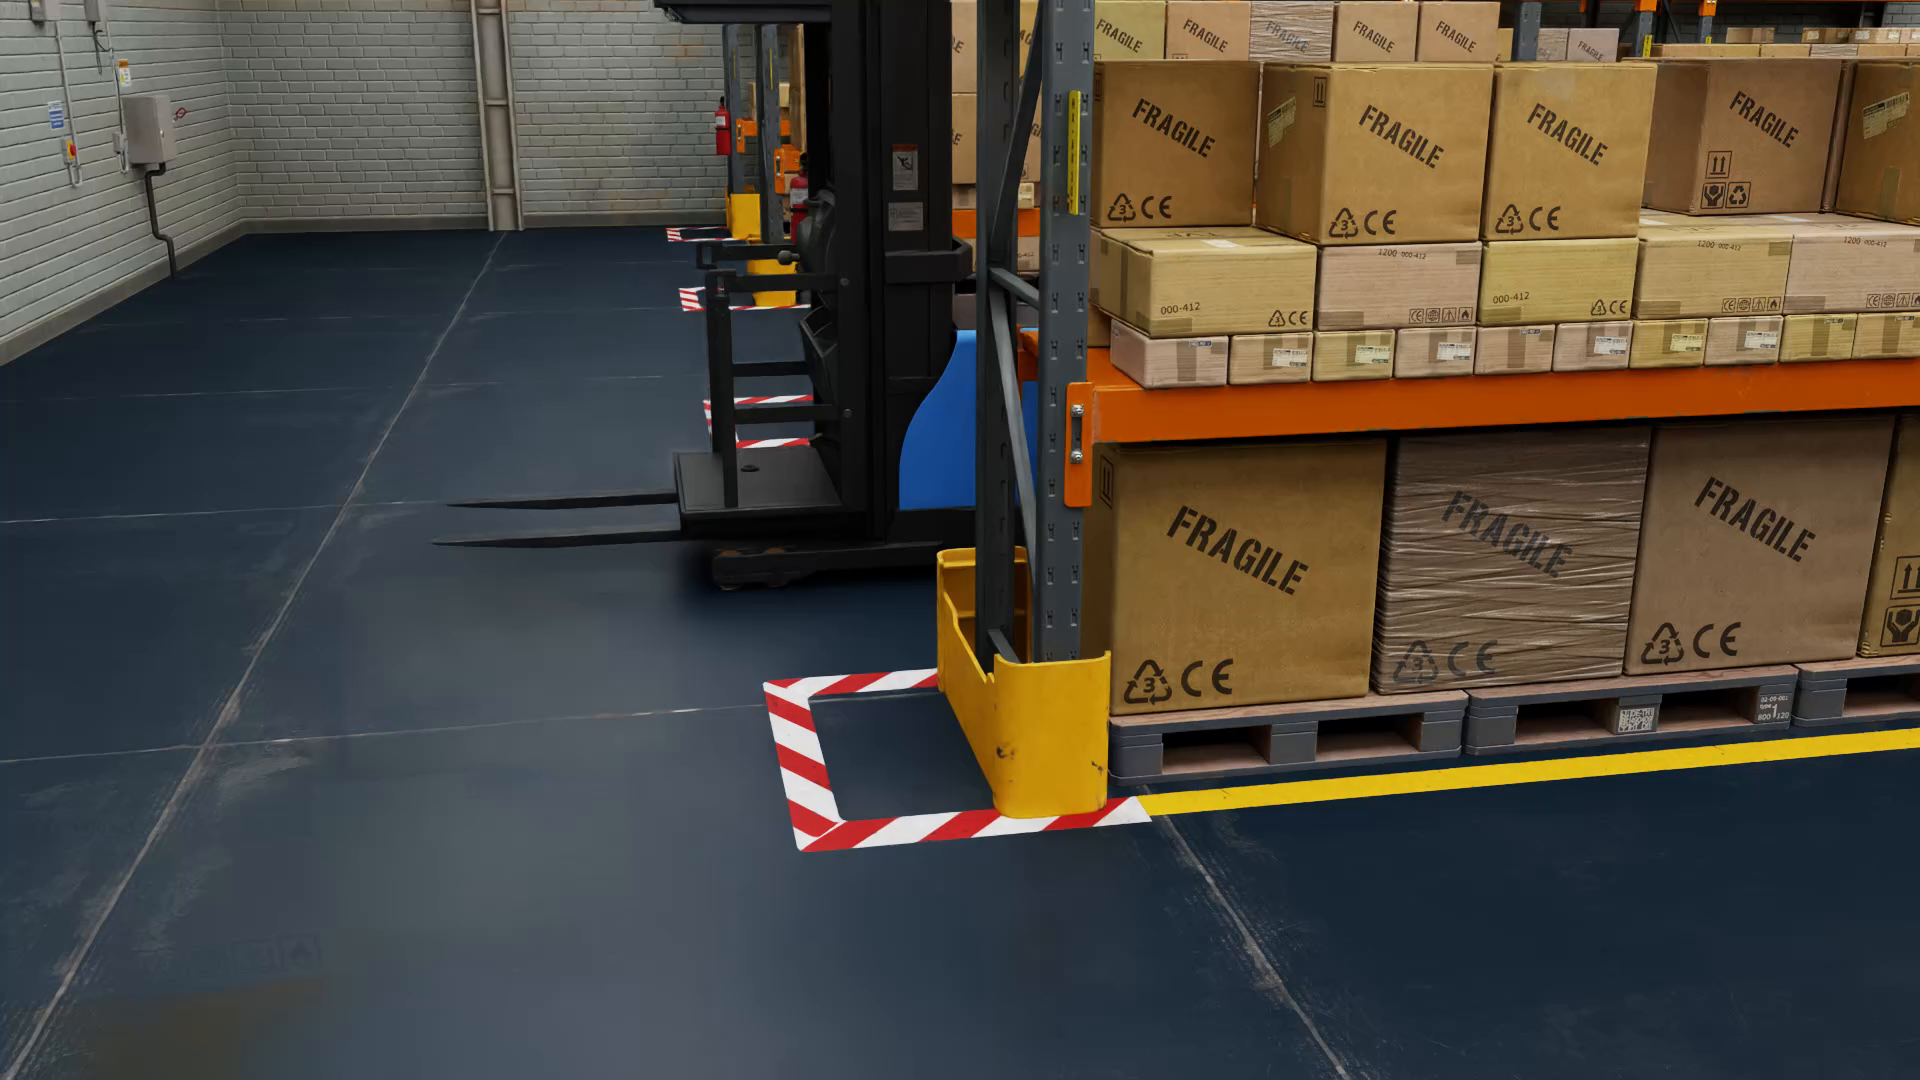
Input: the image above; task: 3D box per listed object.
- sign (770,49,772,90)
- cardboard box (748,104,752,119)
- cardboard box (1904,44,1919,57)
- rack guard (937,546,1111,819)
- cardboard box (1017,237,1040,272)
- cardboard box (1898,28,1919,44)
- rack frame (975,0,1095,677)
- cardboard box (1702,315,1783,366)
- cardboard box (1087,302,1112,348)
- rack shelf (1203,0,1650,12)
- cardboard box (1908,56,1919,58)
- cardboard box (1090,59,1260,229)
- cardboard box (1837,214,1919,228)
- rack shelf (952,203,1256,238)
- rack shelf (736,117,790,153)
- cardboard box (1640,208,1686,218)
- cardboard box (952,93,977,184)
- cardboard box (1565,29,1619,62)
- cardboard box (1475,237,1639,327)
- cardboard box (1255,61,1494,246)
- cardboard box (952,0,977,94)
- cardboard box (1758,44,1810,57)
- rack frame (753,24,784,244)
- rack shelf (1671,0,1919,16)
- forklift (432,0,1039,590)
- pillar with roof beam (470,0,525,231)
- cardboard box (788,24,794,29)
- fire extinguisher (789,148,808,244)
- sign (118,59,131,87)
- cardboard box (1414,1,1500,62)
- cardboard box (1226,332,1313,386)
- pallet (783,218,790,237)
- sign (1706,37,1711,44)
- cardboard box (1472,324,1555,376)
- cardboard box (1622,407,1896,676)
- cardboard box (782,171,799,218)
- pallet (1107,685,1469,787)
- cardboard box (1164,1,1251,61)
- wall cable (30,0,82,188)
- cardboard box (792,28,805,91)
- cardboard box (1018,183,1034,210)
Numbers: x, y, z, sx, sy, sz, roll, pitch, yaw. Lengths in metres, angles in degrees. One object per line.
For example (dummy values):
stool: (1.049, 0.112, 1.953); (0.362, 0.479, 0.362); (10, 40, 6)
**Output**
sign: (-1.571, -3.910, 13.824); (0.005, 0.325, 0.100); (-3, 17, -10)
cardboard box: (-2.342, -5.025, 19.492); (0.250, 0.149, 0.380); (-3, 17, -11)
cardboard box: (9.215, -4.558, 16.150); (0.500, 0.500, 0.500); (-3, 17, -10)
rack guard: (0.186, 0.434, 5.546); (0.348, 0.500, 1.175); (-3, 17, -10)
cardboard box: (0.741, -2.763, 15.348); (0.875, 0.438, 0.875); (-4, 17, -12)
cardboard box: (9.027, -4.855, 16.013); (0.250, 0.149, 0.380); (-4, 17, -12)
rack frame: (0.209, -0.762, 5.183); (0.127, 3.000, 1.000); (-3, 17, -10)
cardboard box: (2.387, -0.668, 5.304); (0.250, 0.149, 0.380); (-3, 17, -10)
cardboard box: (0.496, -0.757, 5.594); (0.250, 0.149, 0.380); (-3, 17, -9)
rack shelf: (4.220, -5.043, 15.238); (4.000, 0.370, 1.077); (-3, 17, -10)
cardboard box: (3.618, -1.461, 5.930); (0.500, 0.500, 0.500); (-3, 17, -10)
cardboard box: (0.638, -1.294, 5.387); (0.500, 0.500, 0.500); (-3, 17, -10)
cardboard box: (3.245, -0.925, 5.465); (0.500, 0.250, 0.500); (-3, 17, -9)
rack shelf: (1.331, -1.965, 10.325); (4.000, 0.370, 1.077); (-3, 17, -10)
rack shelf: (-0.652, -4.817, 19.611); (4.000, 0.370, 1.077); (-3, 17, -10)
cardboard box: (2.143, -1.023, 5.781); (0.500, 0.250, 0.500); (-3, 17, -10)
cardboard box: (-0.139, -2.333, 9.621); (0.500, 0.500, 0.500); (-2, 17, -8)
cardboard box: (5.726, -4.486, 15.435); (0.500, 0.500, 0.500); (-4, 17, -12)
cardboard box: (1.735, -0.839, 5.184); (0.500, 0.250, 0.500); (-4, 17, -12)
cardboard box: (1.223, -1.168, 4.976); (0.500, 0.500, 0.500); (-4, 17, -12)
cardboard box: (-0.141, -2.814, 9.484); (0.500, 0.500, 0.500); (-3, 17, -11)
cardboard box: (7.700, -4.476, 15.883); (0.500, 0.500, 0.500); (-3, 17, -10)
rack frame: (-1.671, -3.619, 14.485); (0.127, 3.000, 1.000); (-3, 17, -10)
rack shelf: (11.130, -6.919, 21.347); (4.000, 0.370, 1.077); (-3, 17, -10)
forklift: (-0.803, -1.355, 7.232); (3.031, 2.935, 1.130); (-3, 17, -11)
pillar with roof beam: (-4.618, -6.786, 14.578); (0.400, 9.000, 9.100); (-3, 17, -10)
cardboard box: (-1.356, -4.532, 14.481); (0.250, 0.149, 0.380); (-3, 17, -10)
fire extinguisher: (-0.967, -2.101, 10.311); (0.183, 0.674, 0.296); (-3, 17, -10)
sign: (-7.651, -4.279, 15.227); (0.001, 0.242, 0.339); (-3, 17, -10)
cardboard box: (2.885, -2.984, 10.038); (0.500, 0.500, 0.500); (-4, 17, -12)
cardboard box: (0.872, -0.581, 5.023); (0.250, 0.149, 0.380); (-4, 17, -11)
pallet: (-1.759, -3.765, 19.711); (1.213, 0.211, 1.003); (-3, 17, -10)
sign: (9.278, -6.078, 20.653); (0.005, 0.325, 0.100); (-3, 17, -10)
cardboard box: (1.629, -0.624, 5.163); (0.250, 0.149, 0.380); (-4, 17, -12)
cardboard box: (2.590, -0.106, 5.951); (0.875, 0.875, 0.875); (-3, 17, -10)
cardboard box: (-1.998, -4.064, 19.470); (0.637, 0.503, 0.797); (-4, 18, -13)
pallet: (0.979, 0.504, 5.811); (1.213, 0.211, 1.003); (-3, 17, -10)
cardboard box: (1.367, -2.896, 9.751); (0.500, 0.500, 0.500); (-4, 17, -12)
wall cable: (-7.203, -3.799, 13.286); (0.123, 1.953, 0.585); (-3, 17, -10)
cardboard box: (-1.145, -4.089, 14.143); (0.500, 0.500, 0.500); (-4, 17, -12)
cardboard box: (0.264, -2.026, 9.729); (0.250, 0.149, 0.380); (-4, 17, -12)
